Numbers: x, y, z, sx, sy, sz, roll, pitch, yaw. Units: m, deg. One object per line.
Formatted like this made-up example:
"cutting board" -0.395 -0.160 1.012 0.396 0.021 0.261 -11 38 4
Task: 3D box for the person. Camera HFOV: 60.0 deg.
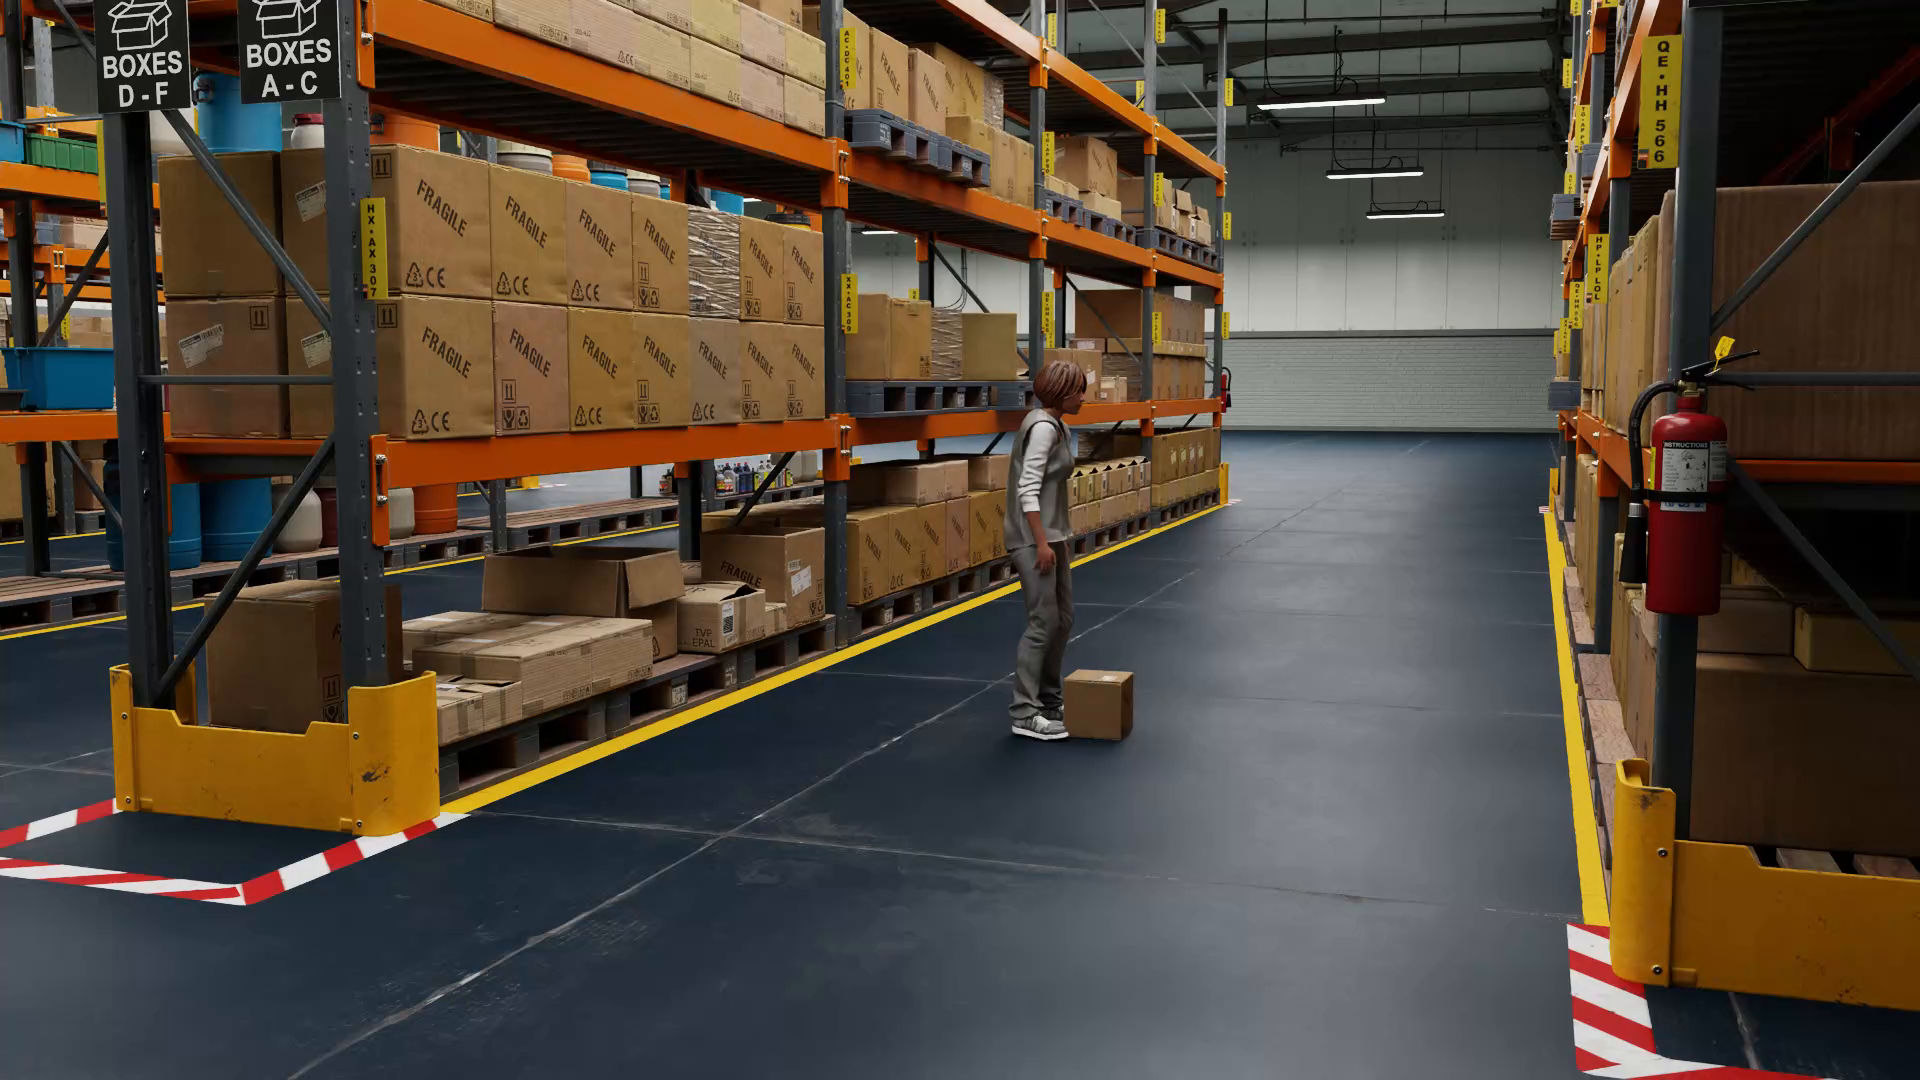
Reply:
"person" 0.377 0.030 7.139 0.372 1.594 0.485 2 6 15
